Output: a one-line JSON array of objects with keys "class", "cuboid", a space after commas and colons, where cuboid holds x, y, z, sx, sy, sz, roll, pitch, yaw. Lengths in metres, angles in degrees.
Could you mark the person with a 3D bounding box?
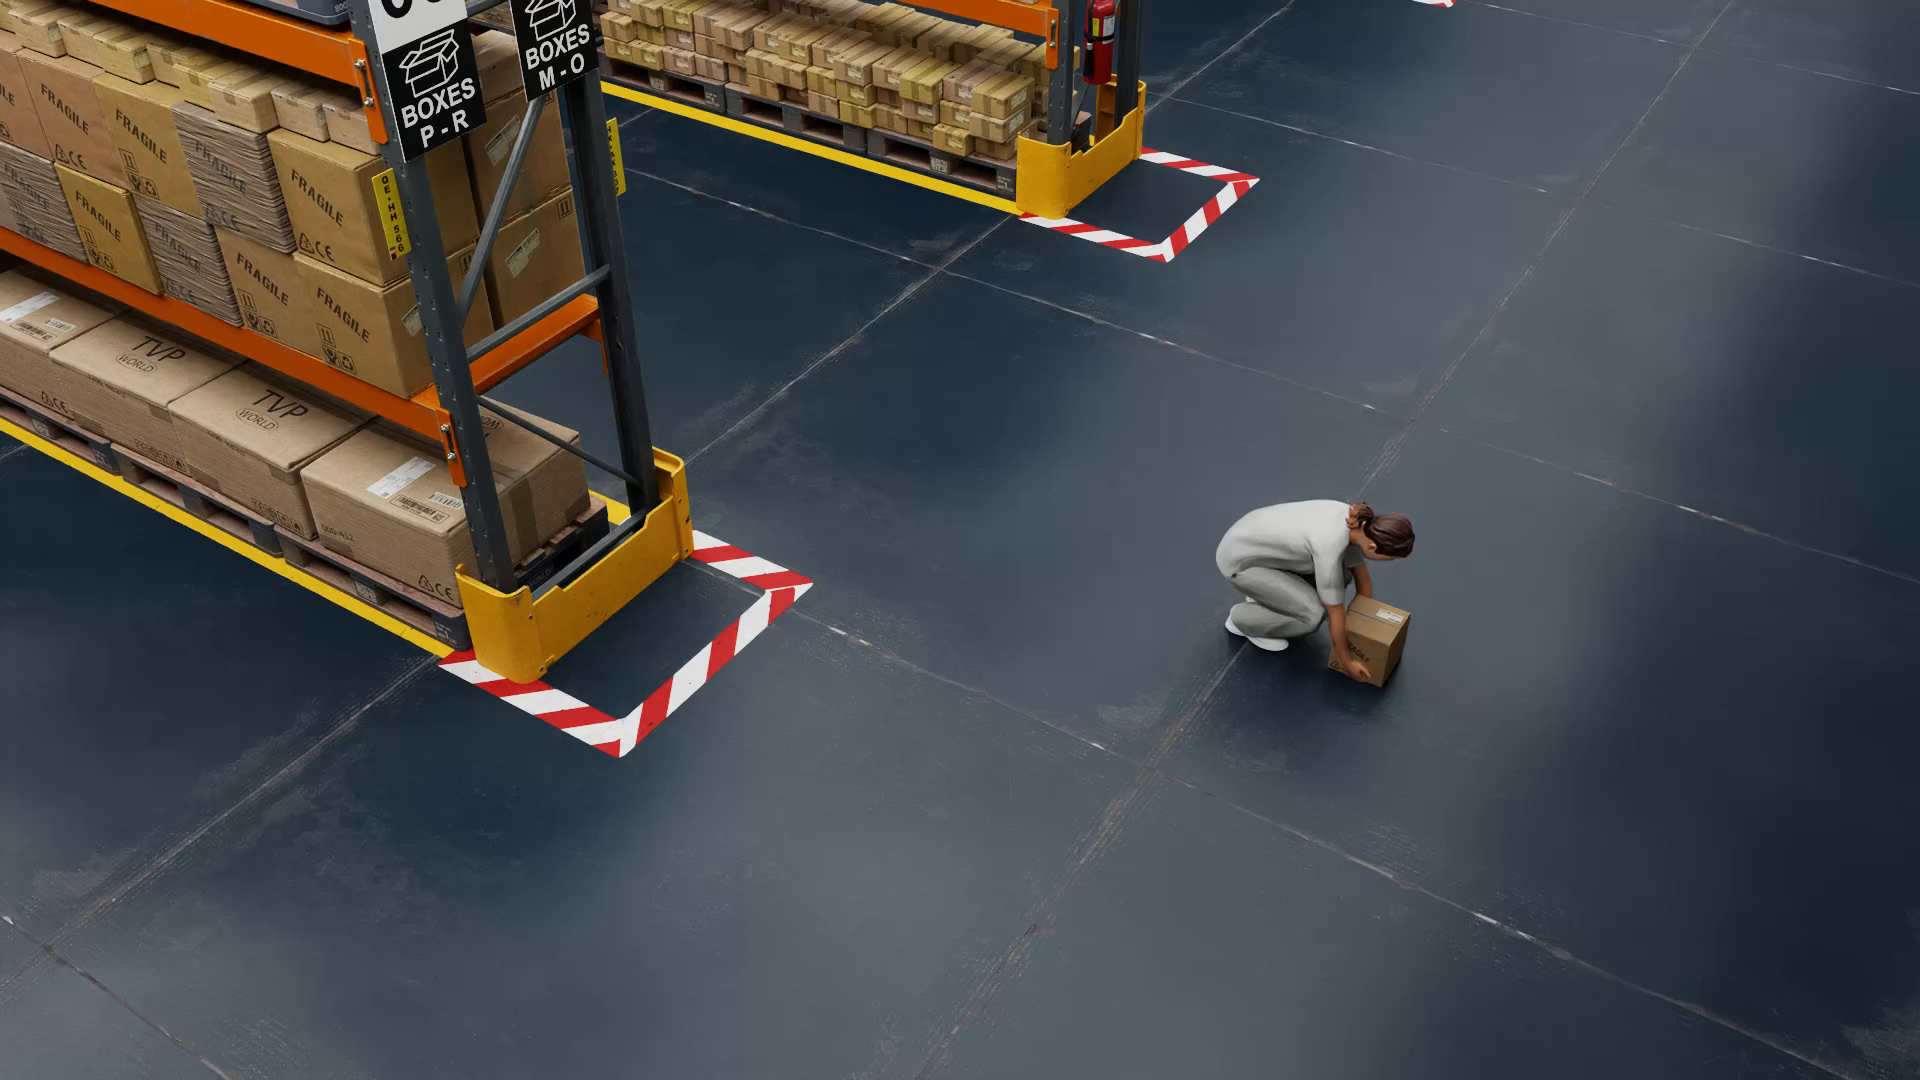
[{"class": "person", "cuboid": [1.527, 0.137, 7.259, 0.813, 0.809, 0.478, 22, 43, 25]}]
